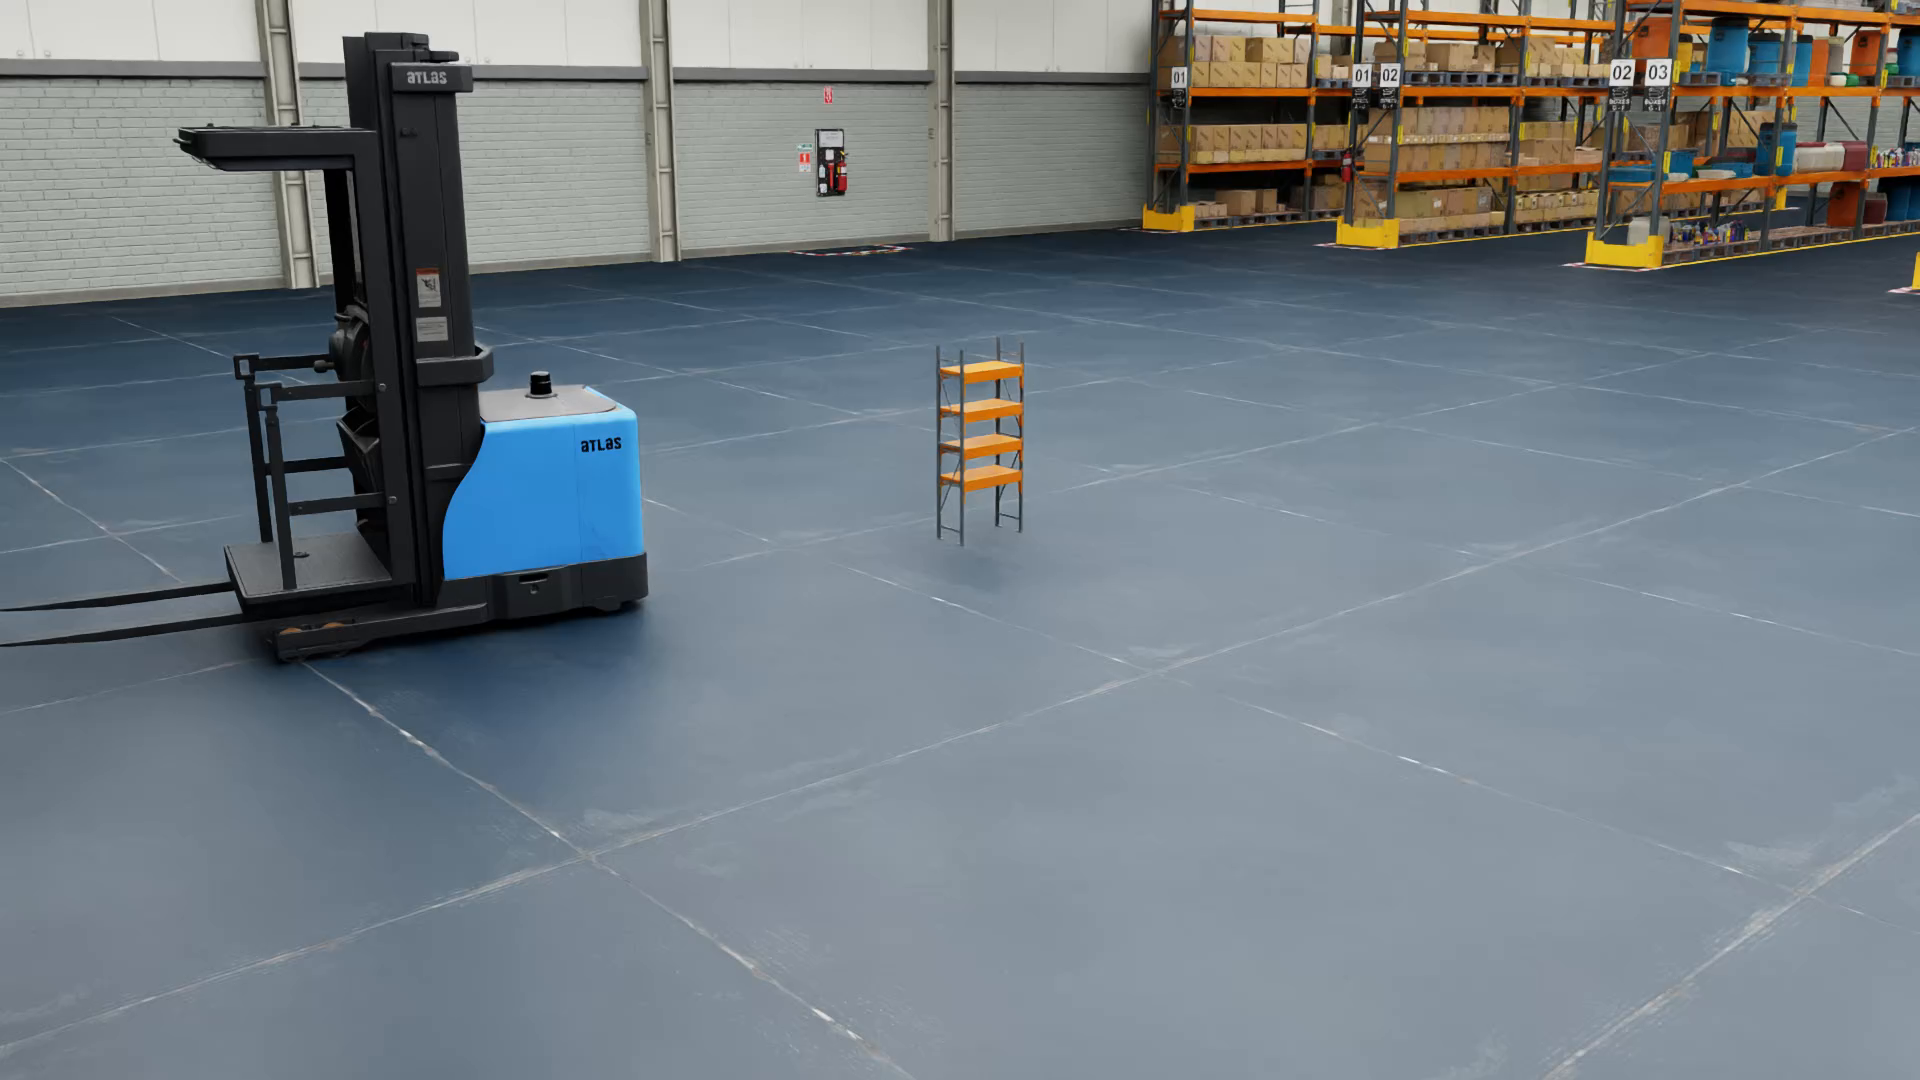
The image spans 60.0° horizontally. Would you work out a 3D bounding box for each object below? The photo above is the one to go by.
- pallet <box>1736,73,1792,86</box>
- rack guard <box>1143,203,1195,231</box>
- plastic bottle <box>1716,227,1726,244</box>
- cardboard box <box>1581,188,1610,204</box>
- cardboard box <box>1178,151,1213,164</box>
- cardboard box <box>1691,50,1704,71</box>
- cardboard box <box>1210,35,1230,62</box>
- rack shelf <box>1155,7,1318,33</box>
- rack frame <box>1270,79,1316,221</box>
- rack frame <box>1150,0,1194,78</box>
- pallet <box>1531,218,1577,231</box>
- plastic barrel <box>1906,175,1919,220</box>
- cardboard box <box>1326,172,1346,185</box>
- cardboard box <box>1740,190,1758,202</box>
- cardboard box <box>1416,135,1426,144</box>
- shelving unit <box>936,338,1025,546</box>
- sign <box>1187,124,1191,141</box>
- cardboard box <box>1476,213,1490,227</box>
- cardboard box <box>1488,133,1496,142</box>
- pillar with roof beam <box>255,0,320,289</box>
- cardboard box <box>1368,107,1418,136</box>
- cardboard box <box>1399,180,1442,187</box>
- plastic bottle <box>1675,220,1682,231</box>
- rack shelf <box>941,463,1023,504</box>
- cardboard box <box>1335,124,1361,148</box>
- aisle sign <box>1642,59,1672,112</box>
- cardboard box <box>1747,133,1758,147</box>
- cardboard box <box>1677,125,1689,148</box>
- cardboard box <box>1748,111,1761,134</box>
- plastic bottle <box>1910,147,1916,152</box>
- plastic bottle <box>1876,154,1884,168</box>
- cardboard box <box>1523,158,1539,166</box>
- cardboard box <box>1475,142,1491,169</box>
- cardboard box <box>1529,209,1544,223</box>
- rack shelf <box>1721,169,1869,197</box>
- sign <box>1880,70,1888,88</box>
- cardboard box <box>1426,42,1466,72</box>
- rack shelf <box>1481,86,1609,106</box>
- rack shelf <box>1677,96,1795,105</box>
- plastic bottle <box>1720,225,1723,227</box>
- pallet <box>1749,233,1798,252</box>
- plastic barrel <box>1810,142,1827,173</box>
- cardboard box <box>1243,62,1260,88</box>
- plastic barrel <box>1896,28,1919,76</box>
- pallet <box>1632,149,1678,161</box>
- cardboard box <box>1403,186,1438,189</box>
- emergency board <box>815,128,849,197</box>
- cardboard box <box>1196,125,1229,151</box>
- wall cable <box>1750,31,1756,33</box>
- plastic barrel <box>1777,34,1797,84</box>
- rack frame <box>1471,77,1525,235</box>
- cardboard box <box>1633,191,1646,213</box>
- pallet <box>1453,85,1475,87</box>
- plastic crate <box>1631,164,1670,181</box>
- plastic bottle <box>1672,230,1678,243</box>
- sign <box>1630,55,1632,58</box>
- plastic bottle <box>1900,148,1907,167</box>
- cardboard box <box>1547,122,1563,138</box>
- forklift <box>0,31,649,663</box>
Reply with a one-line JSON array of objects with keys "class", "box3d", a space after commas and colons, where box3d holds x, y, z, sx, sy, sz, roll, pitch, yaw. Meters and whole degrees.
[{"class": "pallet", "box3d": [13.258, -7.789, 28.150, 1.003, 0.211, 1.213, -13, 19, -39]}, {"class": "rack guard", "box3d": [4.274, -6.628, 34.096, 0.348, 0.500, 1.175, -13, 19, -39]}, {"class": "plastic bottle", "box3d": [12.928, -5.190, 28.291, 0.135, 0.276, 0.152, -12, 19, -38]}, {"class": "cardboard box", "box3d": [13.273, -7.223, 34.908, 0.500, 0.311, 0.500, -12, 19, -38]}, {"class": "cardboard box", "box3d": [4.793, -7.781, 33.820, 0.500, 0.250, 0.500, -13, 20, -41]}, {"class": "cardboard box", "box3d": [16.096, -10.570, 36.995, 0.600, 0.600, 0.600, 14, 20, 42]}, {"class": "cardboard box", "box3d": [5.079, -9.907, 33.542, 0.500, 0.500, 0.500, -13, 20, -40]}, {"class": "rack shelf", "box3d": [5.726, -10.711, 34.313, 4.000, 0.370, 1.077, -13, 19, -39]}, {"class": "rack frame", "box3d": [7.234, -8.501, 36.262, 0.127, 3.000, 1.000, -13, 19, -39]}, {"class": "rack frame", "box3d": [4.217, -10.722, 32.951, 0.127, 3.000, 1.000, -13, 19, -39]}, {"class": "pallet", "box3d": [11.940, -6.530, 34.288, 1.213, 0.211, 1.003, -13, 19, -39]}, {"class": "plastic barrel", "box3d": [19.351, -7.028, 33.999, 0.708, 0.901, 0.600, -13, 19, -39]}, {"class": "cardboard box", "box3d": [8.499, -8.160, 37.525, 0.500, 0.250, 0.500, -13, 20, -41]}, {"class": "cardboard box", "box3d": [18.557, -8.159, 39.458, 0.500, 0.250, 0.500, -13, 19, -39]}, {"class": "cardboard box", "box3d": [8.295, -7.333, 30.439, 0.250, 0.149, 0.380, -13, 19, -39]}, {"class": "shelving unit", "box3d": [0.125, -0.608, 10.200, 0.503, 1.200, 0.258, -13, 19, -39]}, {"class": "sign", "box3d": [4.573, -8.136, 33.218, 0.005, 0.325, 0.100, -13, 19, -39]}, {"class": "cardboard box", "box3d": [9.899, -6.208, 32.192, 0.500, 0.250, 0.500, -13, 19, -39]}, {"class": "cardboard box", "box3d": [10.041, -7.725, 31.906, 0.250, 0.149, 0.380, -13, 20, -41]}, {"class": "pillar with roof beam", "box3d": [-6.576, -7.121, 19.472, 0.400, 9.000, 9.100, -13, 19, -39]}, {"class": "cardboard box", "box3d": [7.872, -7.620, 30.257, 0.500, 0.500, 0.700, -13, 19, -39]}, {"class": "cardboard box", "box3d": [10.893, -8.442, 39.393, 0.750, 0.750, 0.750, -13, 20, -40]}, {"class": "plastic bottle", "box3d": [12.393, -5.345, 28.728, 0.185, 0.351, 0.144, -13, 20, -40]}, {"class": "rack shelf", "box3d": [0.125, -0.351, 10.269, 0.480, 0.148, 0.258, -13, 19, -39]}, {"class": "cardboard box", "box3d": [8.543, -9.052, 37.280, 0.500, 0.500, 0.700, -10, 18, -32]}, {"class": "aisle sign", "box3d": [10.858, -7.081, 25.910, 0.004, 0.787, 0.394, -13, 19, -39]}, {"class": "cardboard box", "box3d": [18.233, -9.232, 38.806, 0.500, 0.500, 0.500, -13, 20, -40]}, {"class": "cardboard box", "box3d": [16.020, -9.107, 37.523, 0.700, 0.500, 0.500, 8, 17, 28]}, {"class": "cardboard box", "box3d": [18.230, -9.711, 38.661, 0.500, 0.500, 0.500, -12, 19, -38]}, {"class": "plastic bottle", "box3d": [19.060, -7.681, 33.288, 0.185, 0.351, 0.144, -13, 19, -39]}, {"class": "plastic bottle", "box3d": [17.643, -7.279, 31.927, 0.135, 0.276, 0.152, -13, 19, -39]}, {"class": "cardboard box", "box3d": [11.292, -7.526, 33.100, 0.250, 0.149, 0.380, -13, 19, -39]}, {"class": "cardboard box", "box3d": [9.765, -7.418, 32.016, 0.500, 0.500, 0.700, -13, 20, -40]}, {"class": "cardboard box", "box3d": [11.342, -6.518, 33.353, 0.500, 0.250, 0.500, -12, 19, -38]}, {"class": "rack shelf", "box3d": [15.247, -6.563, 30.403, 4.000, 0.370, 1.077, -13, 19, -39]}, {"class": "sign", "box3d": [17.122, -8.542, 30.808, 0.005, 0.325, 0.100, -13, 19, -39]}, {"class": "cardboard box", "box3d": [8.904, -8.856, 30.499, 0.500, 0.500, 0.500, -13, 19, -39]}, {"class": "rack shelf", "box3d": [11.998, -8.977, 33.628, 4.000, 0.370, 1.077, -13, 19, -39]}, {"class": "rack shelf", "box3d": [18.033, -10.333, 38.702, 4.000, 0.370, 1.077, -13, 19, -39]}, {"class": "plastic bottle", "box3d": [13.180, -5.296, 28.688, 0.135, 0.276, 0.152, -13, 19, -39]}, {"class": "pallet", "box3d": [14.305, -5.365, 29.928, 1.213, 0.211, 1.003, -13, 19, -39]}, {"class": "plastic barrel", "box3d": [15.483, -6.955, 30.211, 0.433, 0.535, 0.433, 0, 15, 0]}, {"class": "cardboard box", "box3d": [5.841, -9.606, 34.355, 0.500, 0.500, 0.500, -11, 19, -36]}, {"class": "plastic barrel", "box3d": [18.586, -9.503, 32.415, 0.708, 0.901, 0.600, -13, 19, -39]}, {"class": "pallet", "box3d": [14.971, -8.452, 36.453, 1.213, 0.211, 1.003, -13, 19, -39]}, {"class": "cardboard box", "box3d": [8.803, -6.502, 31.839, 0.500, 0.500, 0.500, -13, 19, -39]}, {"class": "emergency board", "box3d": [-2.238, -6.683, 29.455, 0.643, 1.169, 0.194, -13, 19, -39]}, {"class": "cardboard box", "box3d": [5.154, -8.227, 34.035, 0.500, 0.500, 0.500, -13, 19, -39]}, {"class": "wall cable", "box3d": [22.564, -14.734, 44.202, 0.112, 2.526, 3.097, -13, 19, -39]}, {"class": "plastic barrel", "box3d": [14.472, -8.503, 29.485, 0.600, 0.901, 0.600, 0, 15, 0]}, {"class": "rack frame", "box3d": [10.489, -7.537, 32.654, 0.127, 3.000, 1.000, -13, 19, -39]}, {"class": "cardboard box", "box3d": [14.429, -7.331, 35.873, 0.500, 0.500, 0.500, -14, 20, -41]}, {"class": "pallet", "box3d": [11.544, -10.846, 39.595, 1.213, 0.211, 1.003, -12, 19, -37]}, {"class": "plastic crate", "box3d": [11.395, -6.075, 27.467, 0.408, 0.251, 0.499, -13, 19, -39]}, {"class": "plastic bottle", "box3d": [12.227, -5.191, 28.442, 0.097, 0.201, 0.097, 0, 15, 0]}, {"class": "sign", "box3d": [13.865, -9.842, 34.317, 0.005, 0.325, 0.100, -13, 19, -39]}, {"class": "plastic bottle", "box3d": [18.463, -7.497, 32.602, 0.185, 0.351, 0.144, -13, 19, -39]}, {"class": "cardboard box", "box3d": [14.786, -10.337, 42.557, 0.700, 0.700, 0.980, -14, 20, -42]}, {"class": "forklift", "box3d": [-3.210, -0.978, 8.233, 3.031, 2.935, 1.130, -8, 17, -27]}]
